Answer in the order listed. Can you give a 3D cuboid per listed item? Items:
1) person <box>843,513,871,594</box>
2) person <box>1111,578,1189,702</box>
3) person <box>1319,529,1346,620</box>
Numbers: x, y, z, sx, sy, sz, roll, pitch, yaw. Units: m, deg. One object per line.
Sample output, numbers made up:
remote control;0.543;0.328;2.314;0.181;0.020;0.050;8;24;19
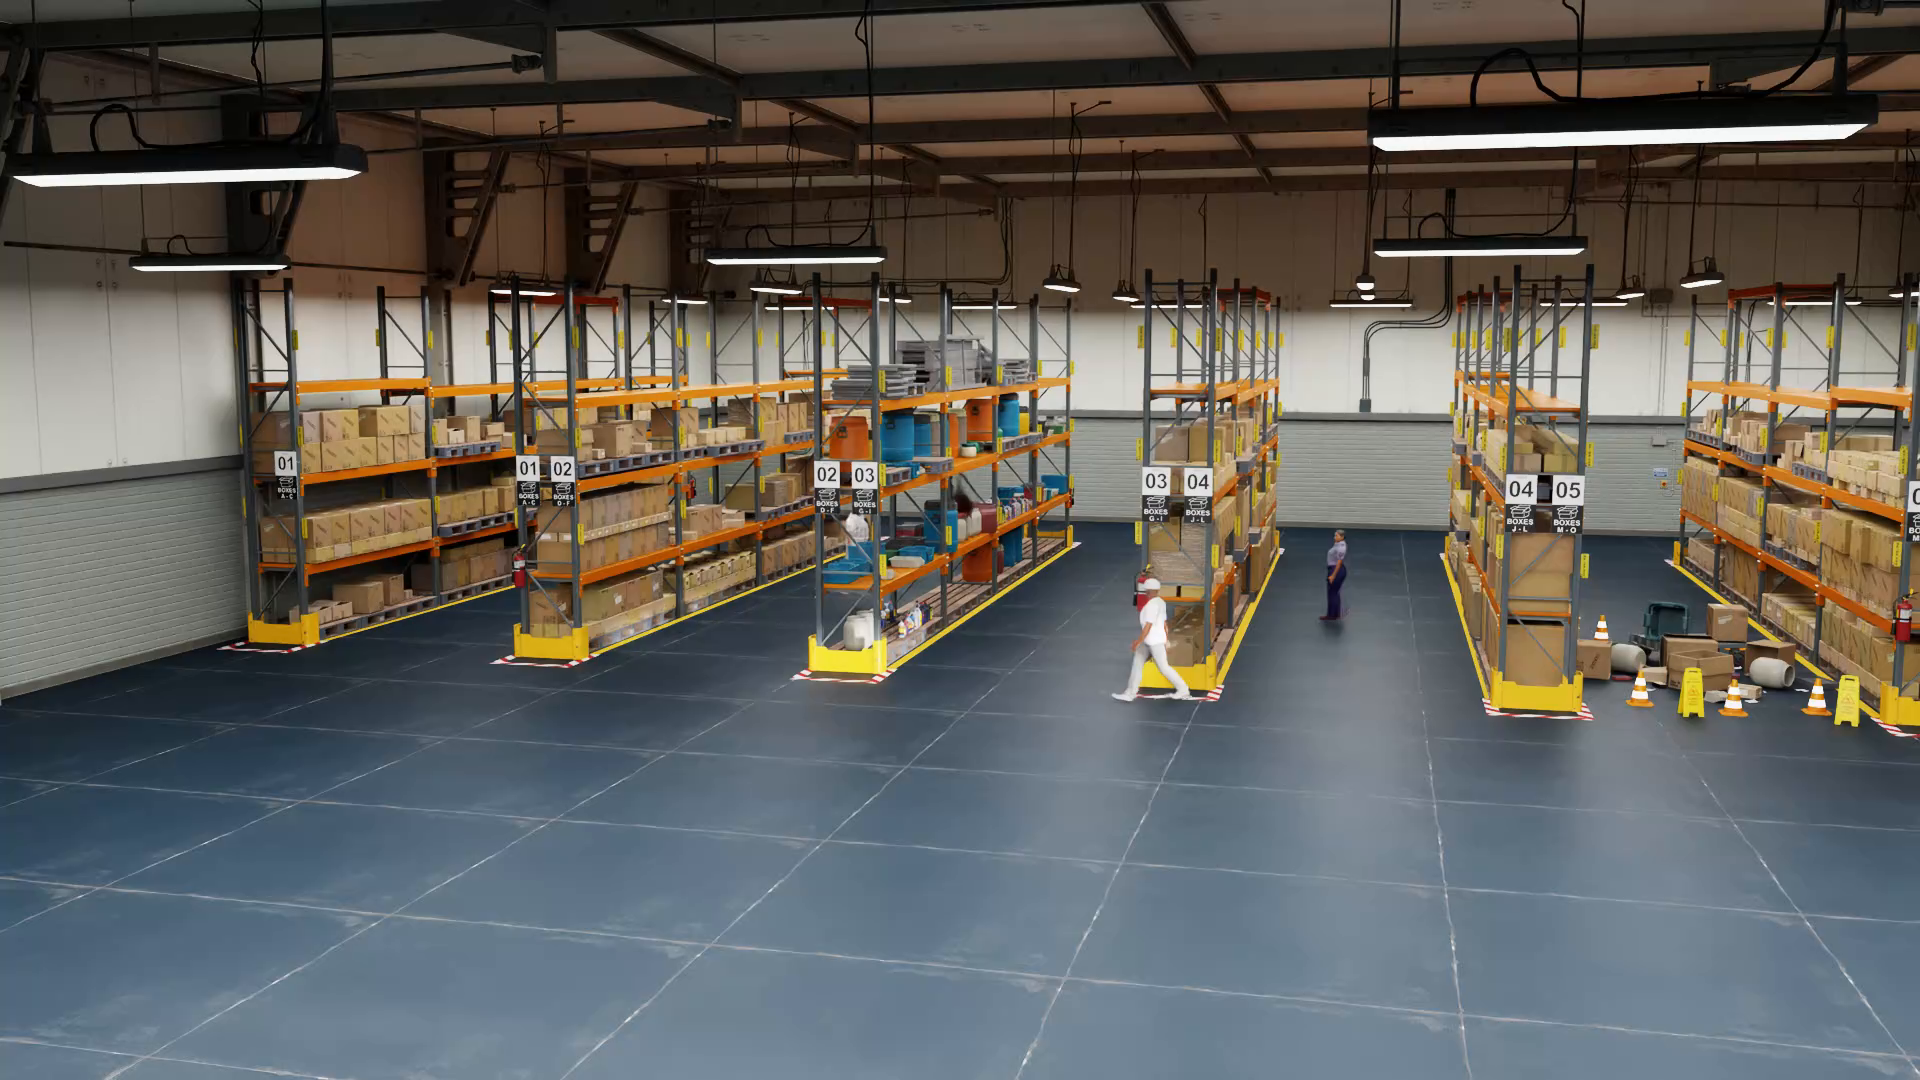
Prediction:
person;-1.891;0.151;30.982;0.536;1.795;0.690;6;9;39
person;2.651;1.399;22.993;1.040;1.734;0.472;-2;7;-15
person;6.694;0.640;29.764;0.464;1.700;0.566;3;7;23
